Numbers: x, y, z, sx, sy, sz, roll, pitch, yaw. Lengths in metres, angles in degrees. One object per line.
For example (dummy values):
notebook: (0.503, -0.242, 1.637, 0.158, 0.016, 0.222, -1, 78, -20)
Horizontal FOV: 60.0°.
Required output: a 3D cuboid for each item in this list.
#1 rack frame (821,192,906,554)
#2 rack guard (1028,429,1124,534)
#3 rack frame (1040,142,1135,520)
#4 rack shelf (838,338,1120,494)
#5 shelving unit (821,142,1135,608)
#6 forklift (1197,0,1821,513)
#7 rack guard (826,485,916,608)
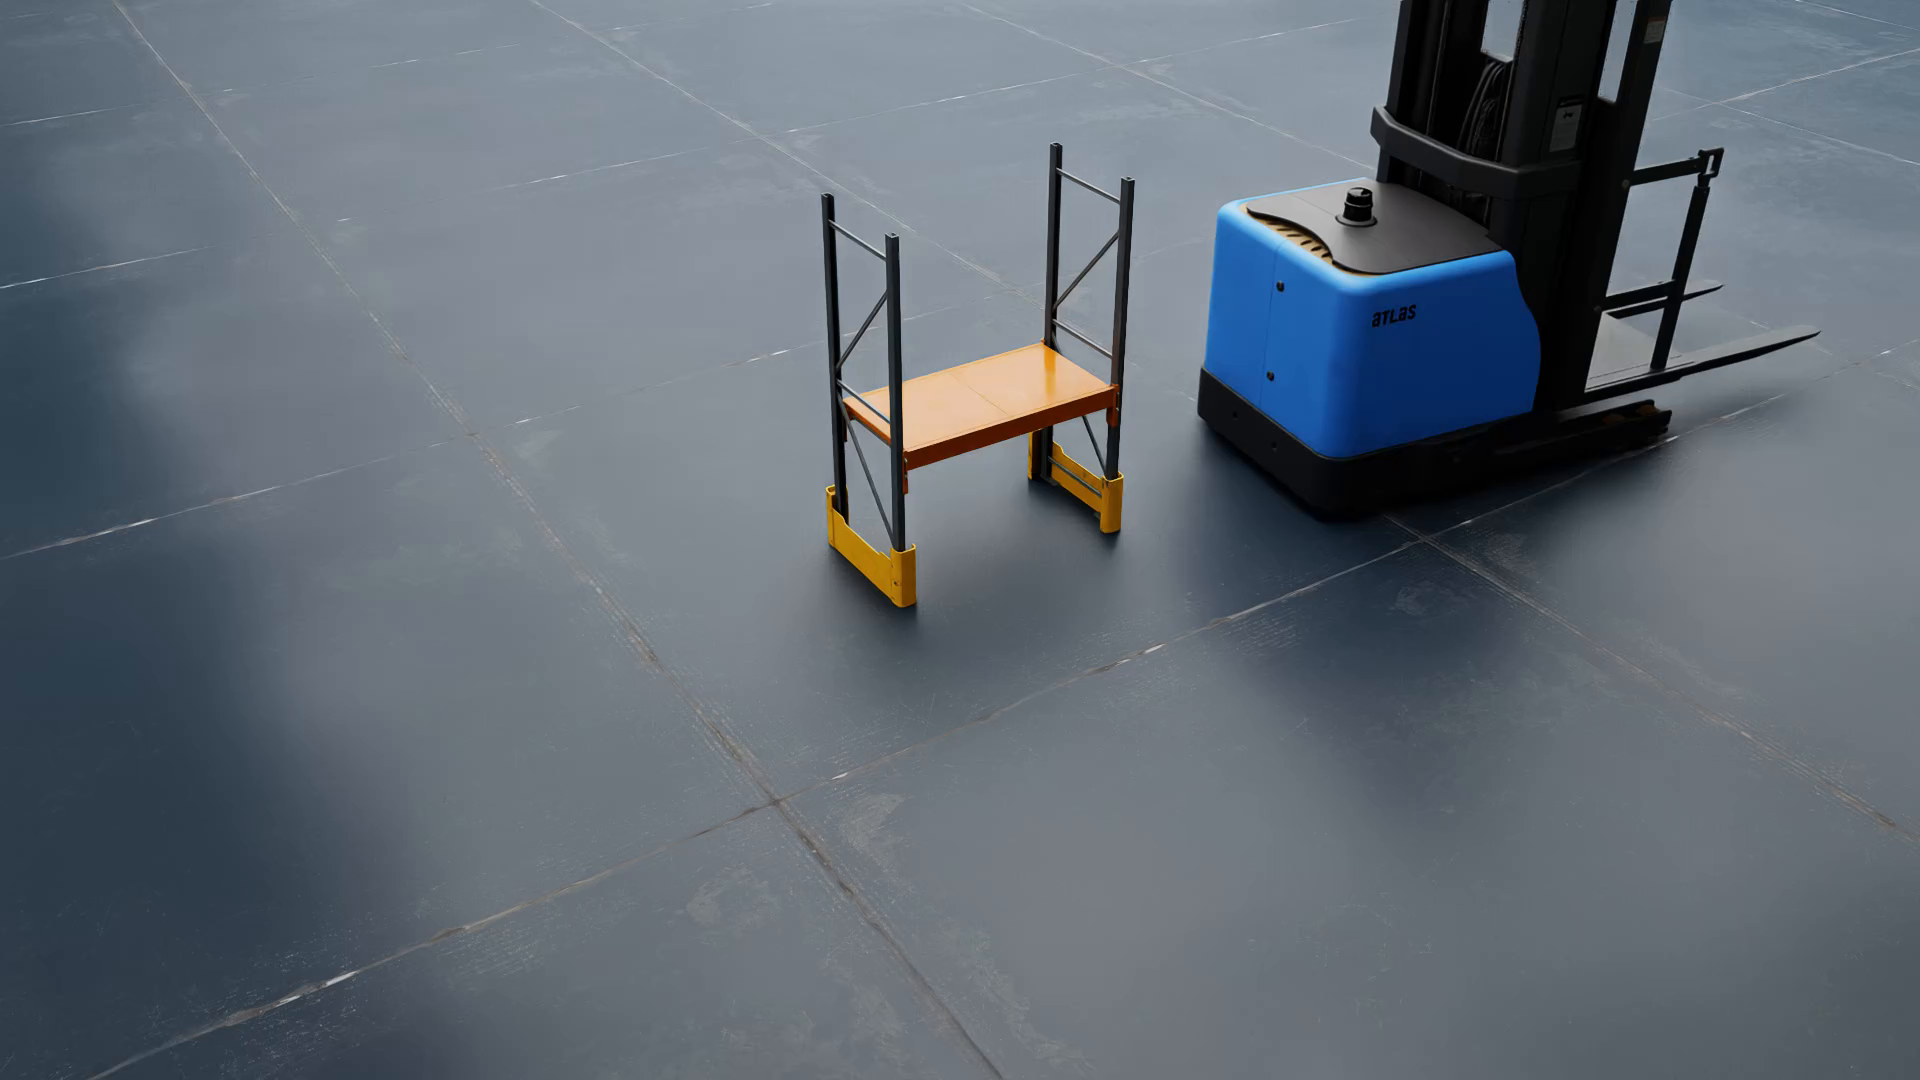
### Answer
rack frame: (-0.356, -0.512, 6.249, 0.032, 1.500, 0.500, -19, 37, -27)
rack guard: (0.483, -0.272, 7.040, 0.087, 0.250, 0.587, -19, 37, -27)
rack frame: (0.499, -0.806, 6.715, 0.032, 1.500, 0.500, -19, 37, -27)
rack shelf: (0.072, -0.507, 6.578, 1.000, 0.185, 0.538, -19, 37, -27)
shelving unit: (0.064, -0.656, 6.478, 1.083, 1.500, 0.587, -19, 37, -27)
forklift: (2.647, -1.879, 7.074, 3.031, 2.935, 1.130, -14, 35, -21)
rack guard: (-0.355, 0.016, 6.583, 0.087, 0.250, 0.587, -19, 37, -27)
